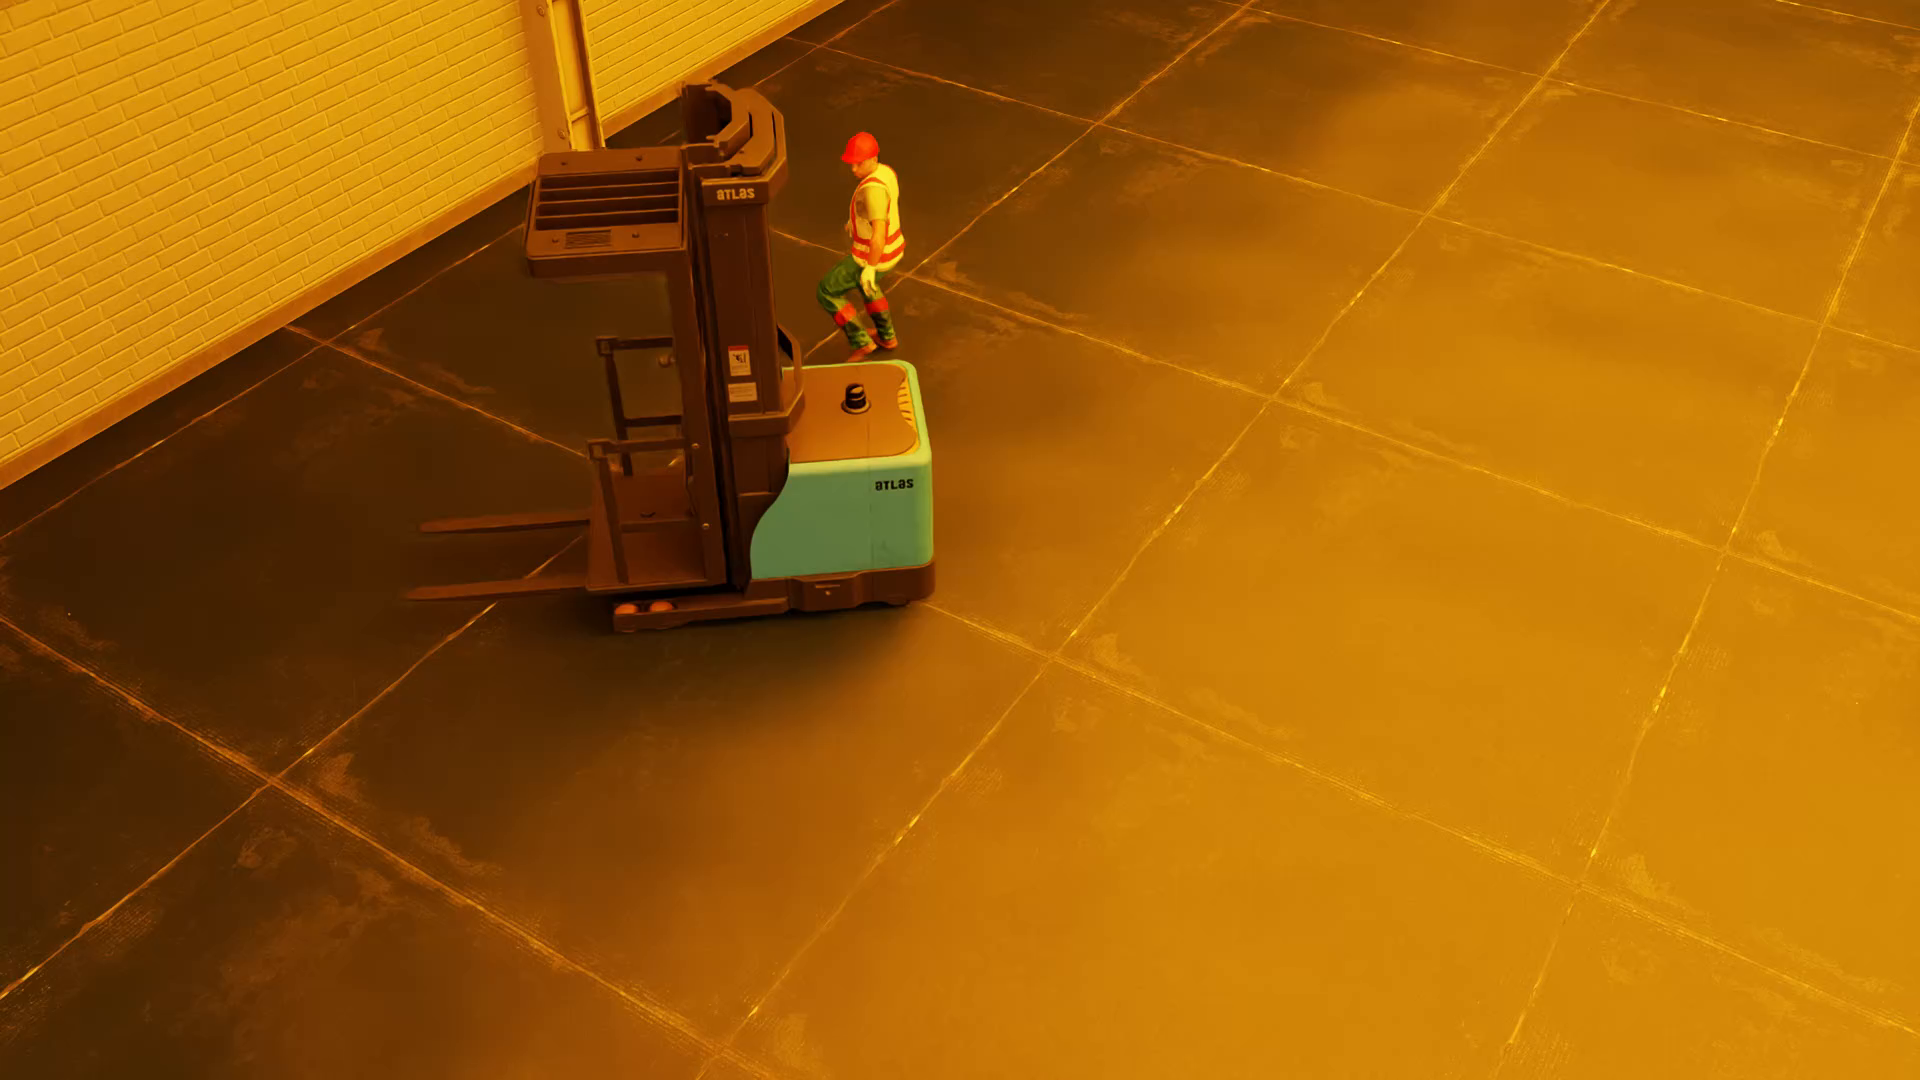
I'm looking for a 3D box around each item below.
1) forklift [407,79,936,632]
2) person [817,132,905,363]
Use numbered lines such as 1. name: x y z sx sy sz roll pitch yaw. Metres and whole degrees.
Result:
1. forklift: -1.698 -0.948 9.086 3.031 2.935 1.130 -5 40 -5
2. person: -0.649 -1.953 11.253 0.621 1.676 0.831 18 43 20
